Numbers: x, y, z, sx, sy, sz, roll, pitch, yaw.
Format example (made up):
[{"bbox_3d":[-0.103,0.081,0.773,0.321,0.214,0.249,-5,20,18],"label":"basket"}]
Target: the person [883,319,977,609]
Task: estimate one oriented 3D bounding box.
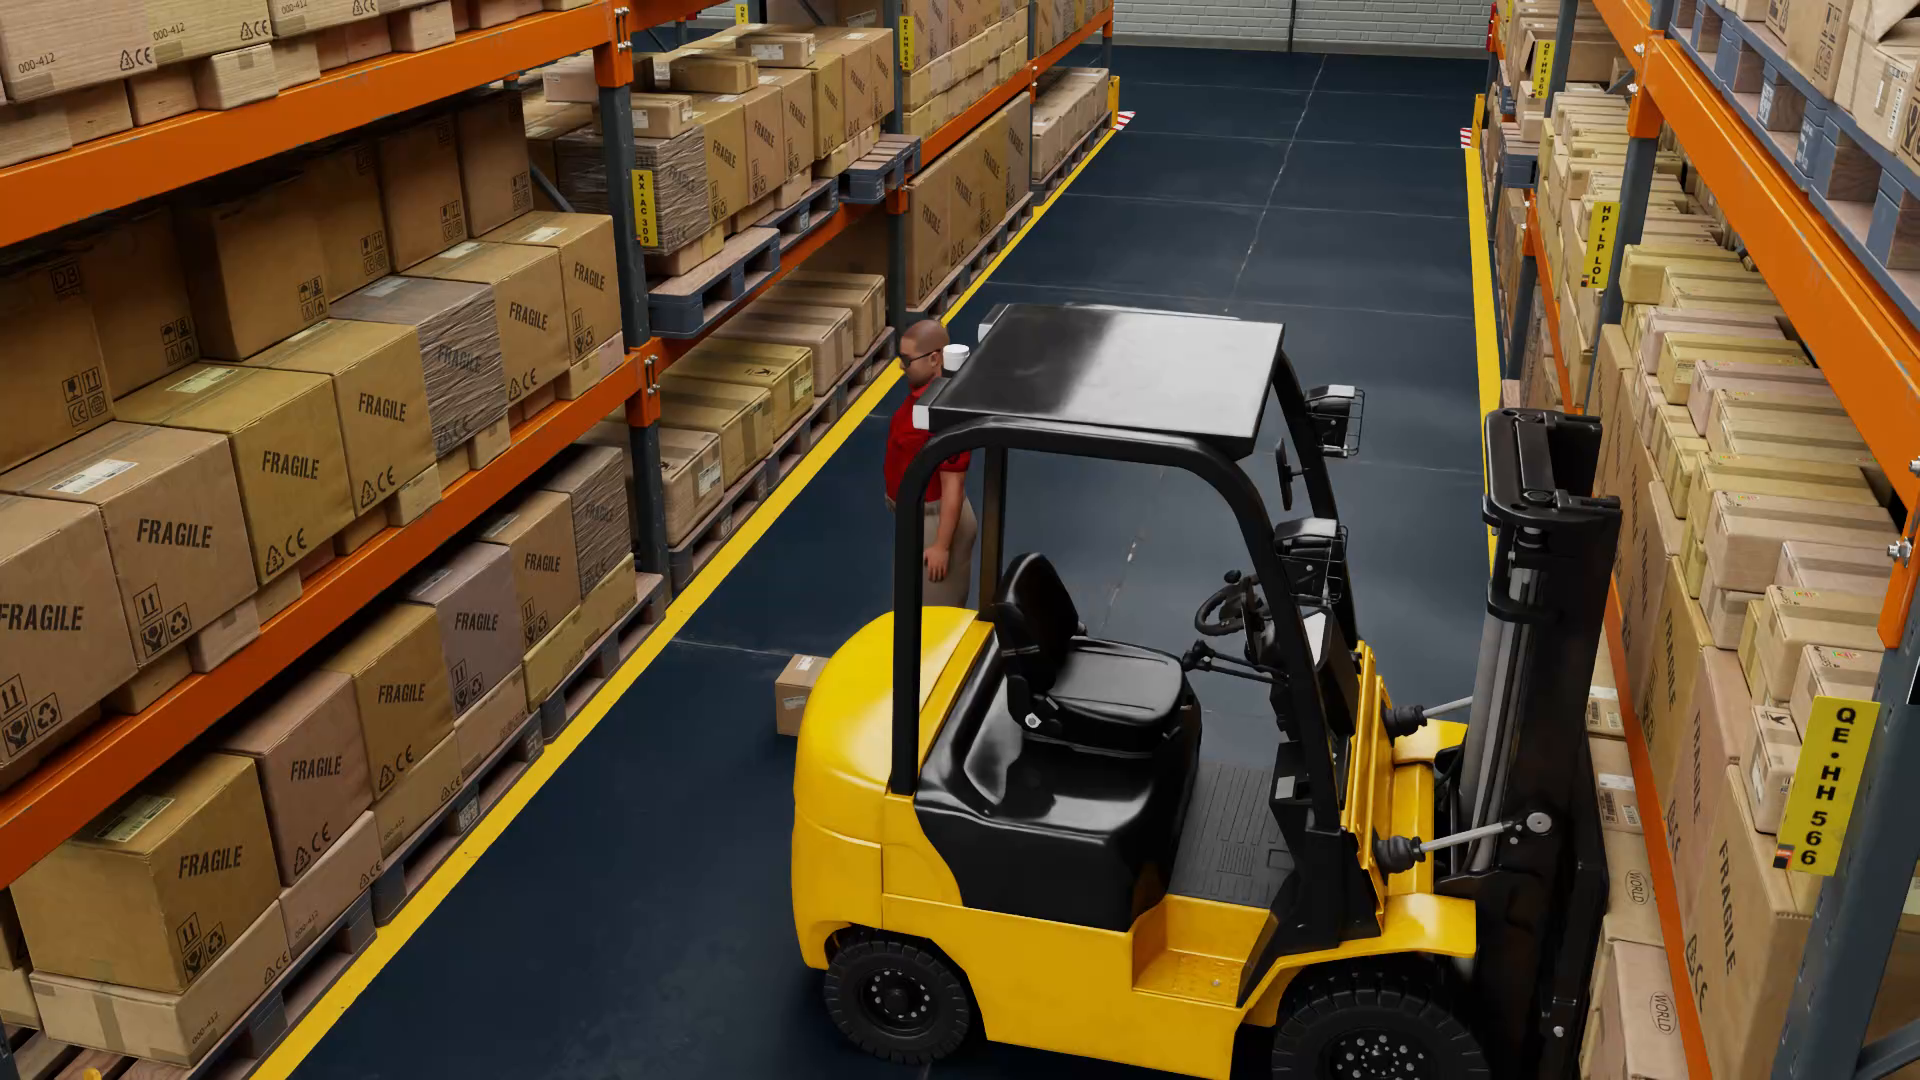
[{"bbox_3d":[-0.133,-0.056,6.739,0.382,1.727,0.534,-5,26,-11],"label":"person"}]
